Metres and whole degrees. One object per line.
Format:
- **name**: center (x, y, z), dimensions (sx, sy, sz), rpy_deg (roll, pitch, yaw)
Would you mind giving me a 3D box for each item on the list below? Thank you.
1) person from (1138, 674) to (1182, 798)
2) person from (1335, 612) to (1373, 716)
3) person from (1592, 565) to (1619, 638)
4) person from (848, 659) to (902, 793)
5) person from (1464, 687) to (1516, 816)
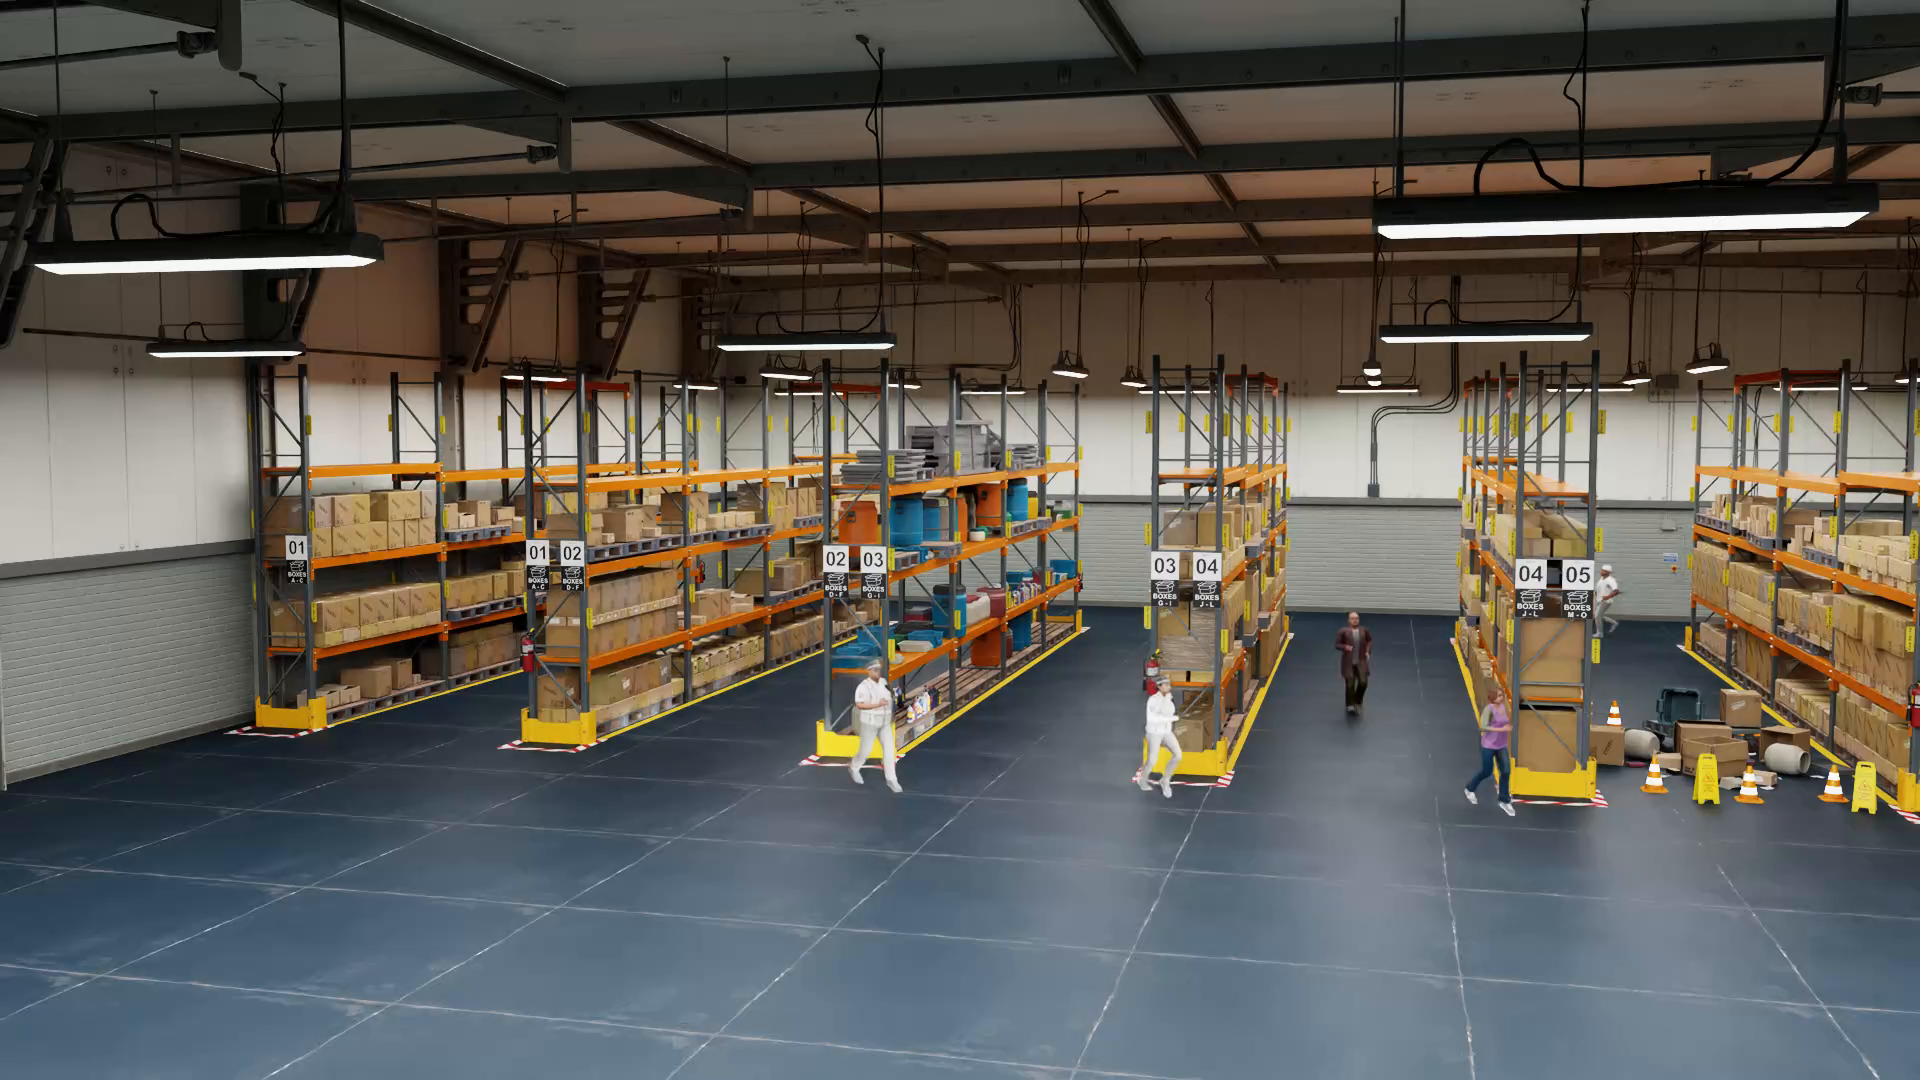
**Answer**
- **person**: center (2.693, 2.616, 22.384), dimensions (0.641, 1.683, 0.792), rpy_deg (-3, 5, -39)
- **person**: center (6.823, 2.147, 28.713), dimensions (0.692, 1.788, 0.711), rpy_deg (0, 4, 3)
- **person**: center (15.188, 1.447, 39.104), dimensions (0.713, 1.723, 0.707), rpy_deg (0, 4, -5)
- **person**: center (-1.171, 2.519, 22.836), dimensions (0.638, 1.785, 0.968), rpy_deg (-3, 5, -39)
- **person**: center (6.894, 2.708, 21.579), dimensions (0.575, 1.631, 0.771), rpy_deg (-3, 5, -33)
